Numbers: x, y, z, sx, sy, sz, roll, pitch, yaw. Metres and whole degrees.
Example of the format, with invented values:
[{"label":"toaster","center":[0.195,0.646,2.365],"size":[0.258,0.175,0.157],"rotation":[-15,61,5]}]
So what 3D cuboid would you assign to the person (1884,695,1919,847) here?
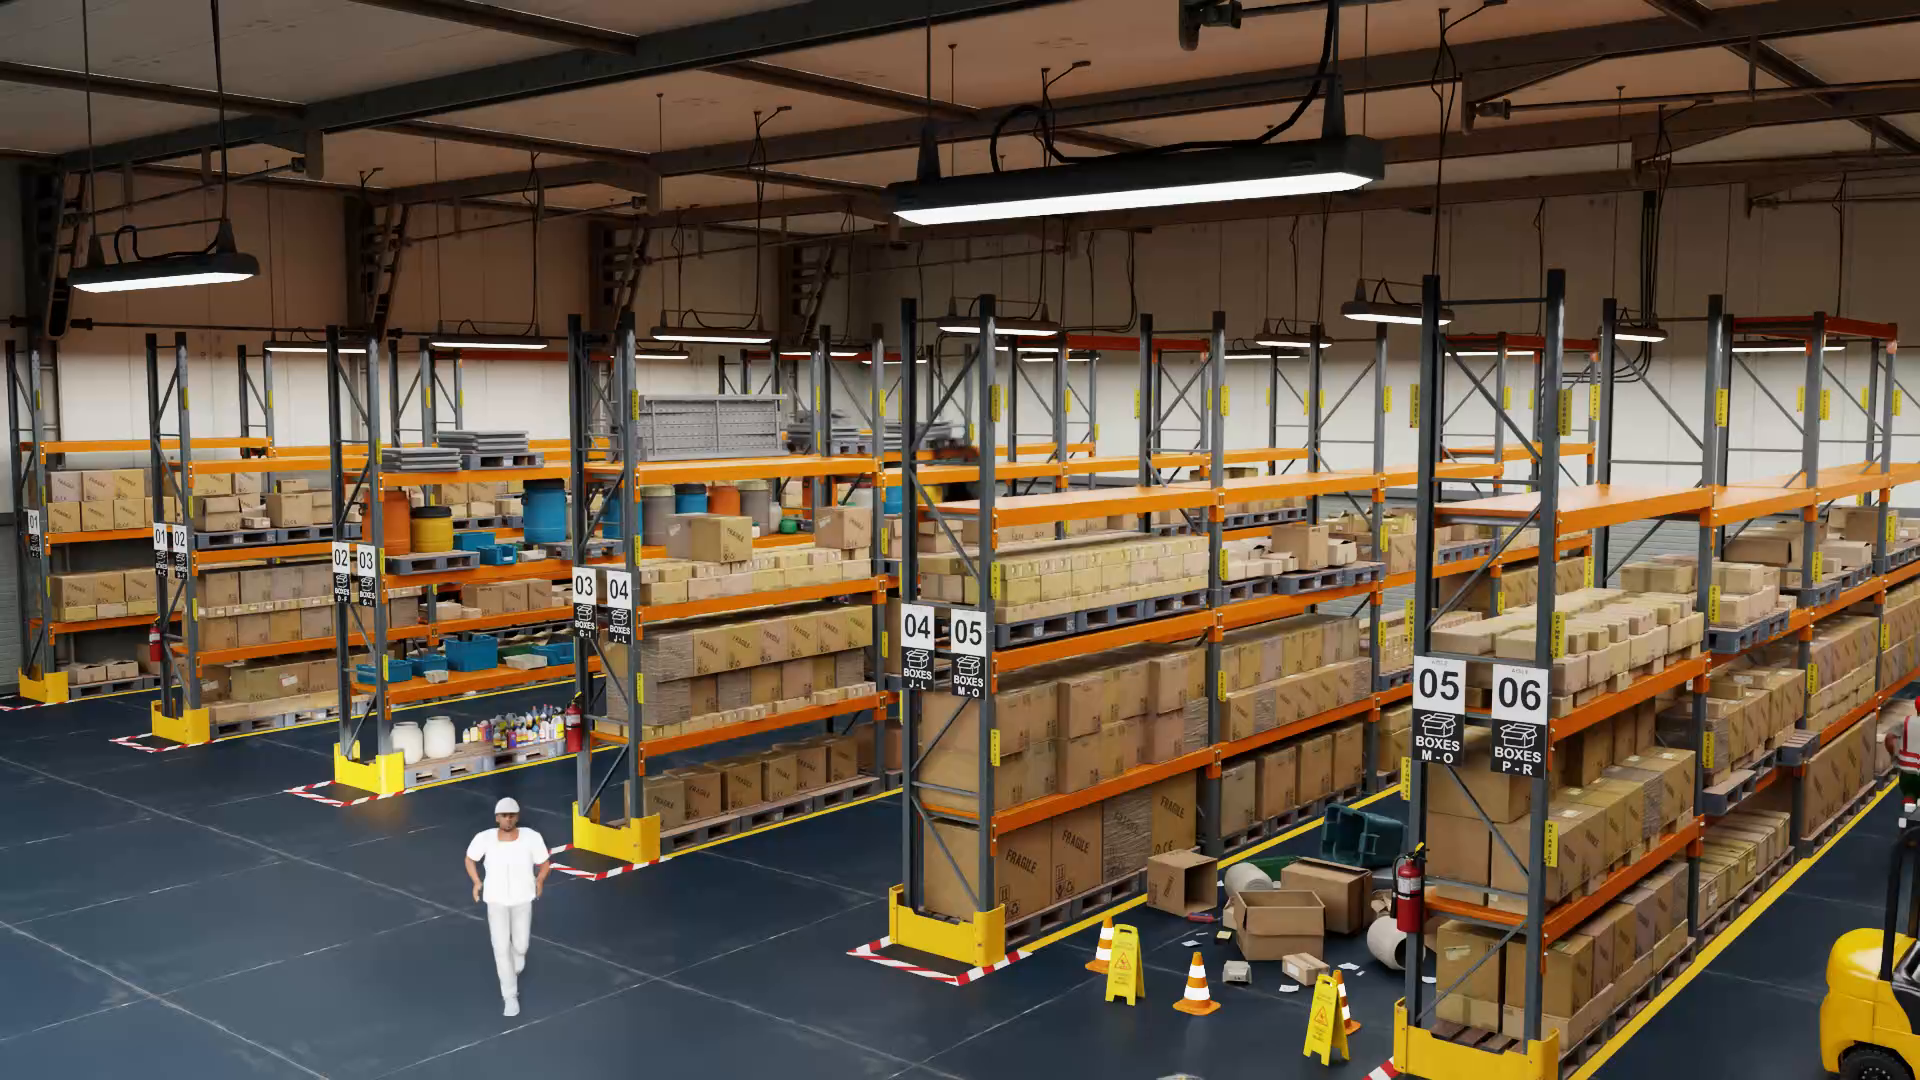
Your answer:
[{"label":"person","center":[10.907,2.597,18.916],"size":[0.654,1.744,0.532],"rotation":[4,7,40]}]

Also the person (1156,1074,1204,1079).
[{"label":"person","center":[1.102,3.538,8.454],"size":[0.641,1.736,0.596],"rotation":[0,5,-3]}]

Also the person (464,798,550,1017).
[{"label":"person","center":[-3.819,3.041,14.071],"size":[0.700,1.758,0.872],"rotation":[-2,5,-17]}]
